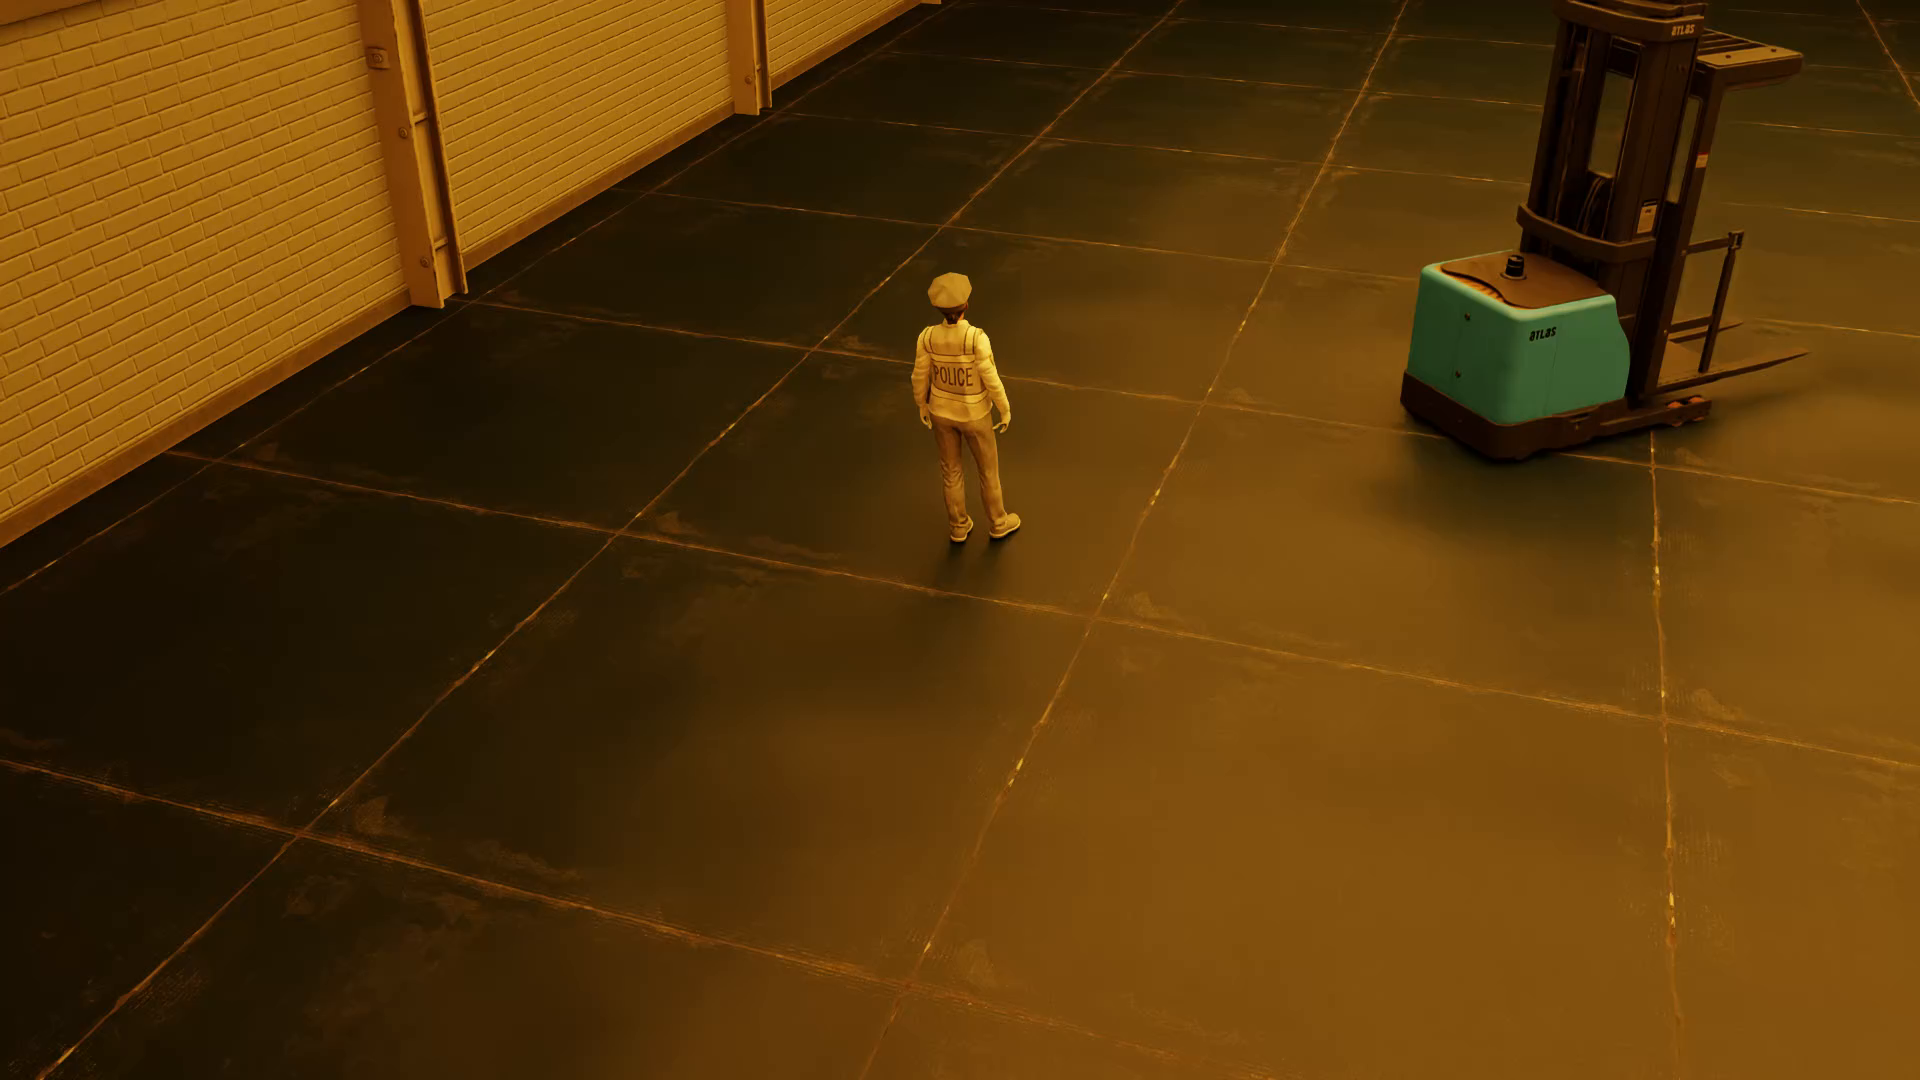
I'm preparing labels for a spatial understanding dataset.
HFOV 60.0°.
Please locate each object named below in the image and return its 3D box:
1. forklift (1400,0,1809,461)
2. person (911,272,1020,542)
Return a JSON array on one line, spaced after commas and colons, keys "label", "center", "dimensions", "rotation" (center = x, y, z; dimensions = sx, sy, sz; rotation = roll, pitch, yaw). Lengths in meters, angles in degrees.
[{"label": "forklift", "center": [4.641, -2.279, 11.134], "dimensions": [3.031, 2.935, 1.130], "rotation": [-13, 32, -22]}, {"label": "person", "center": [0.028, -0.773, 9.727], "dimensions": [0.588, 1.695, 0.531], "rotation": [10, 31, 16]}]
